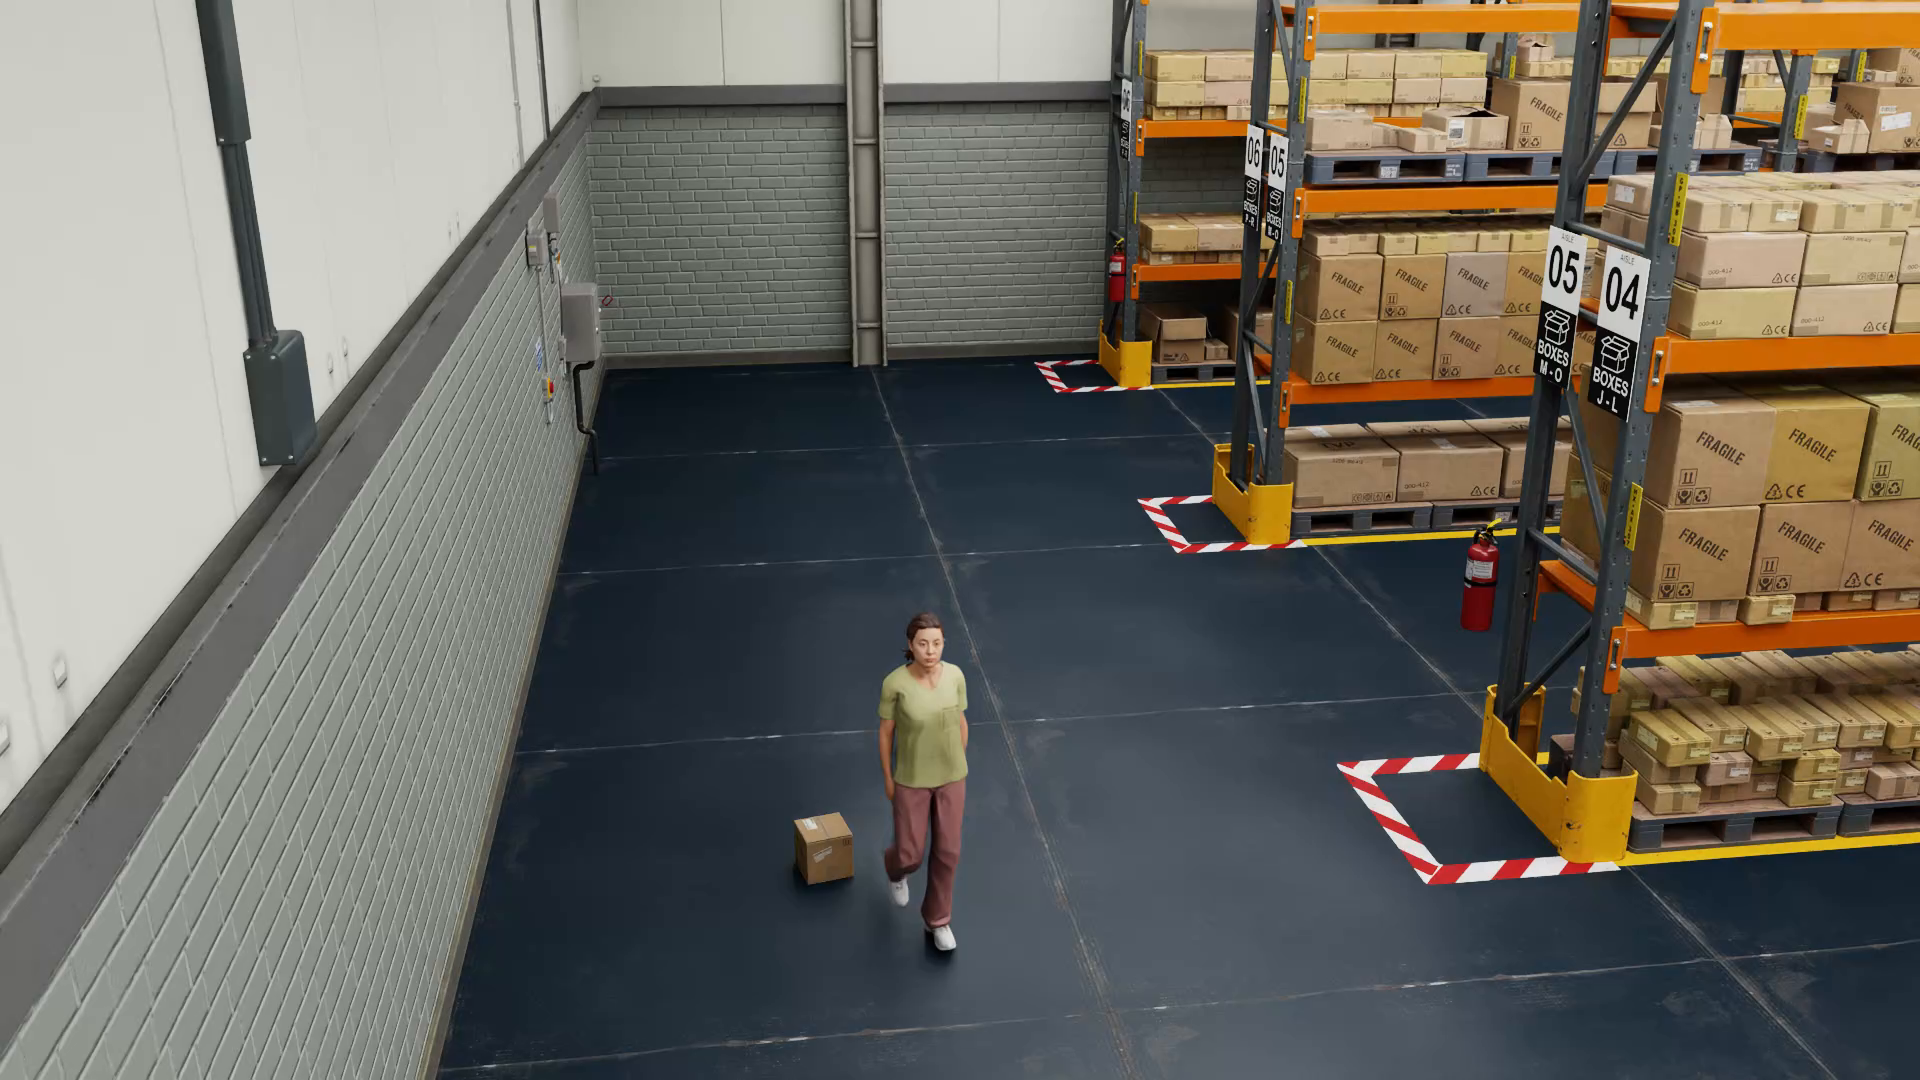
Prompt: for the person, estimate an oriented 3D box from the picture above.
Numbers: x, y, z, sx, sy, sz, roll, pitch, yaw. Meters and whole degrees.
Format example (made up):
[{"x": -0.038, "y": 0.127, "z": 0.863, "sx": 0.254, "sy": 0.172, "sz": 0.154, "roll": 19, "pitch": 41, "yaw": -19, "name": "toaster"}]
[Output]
[{"x": -0.167, "y": 1.123, "z": 7.953, "sx": 0.442, "sy": 1.656, "sz": 0.589, "roll": -6, "pitch": 21, "yaw": -16, "name": "person"}]
